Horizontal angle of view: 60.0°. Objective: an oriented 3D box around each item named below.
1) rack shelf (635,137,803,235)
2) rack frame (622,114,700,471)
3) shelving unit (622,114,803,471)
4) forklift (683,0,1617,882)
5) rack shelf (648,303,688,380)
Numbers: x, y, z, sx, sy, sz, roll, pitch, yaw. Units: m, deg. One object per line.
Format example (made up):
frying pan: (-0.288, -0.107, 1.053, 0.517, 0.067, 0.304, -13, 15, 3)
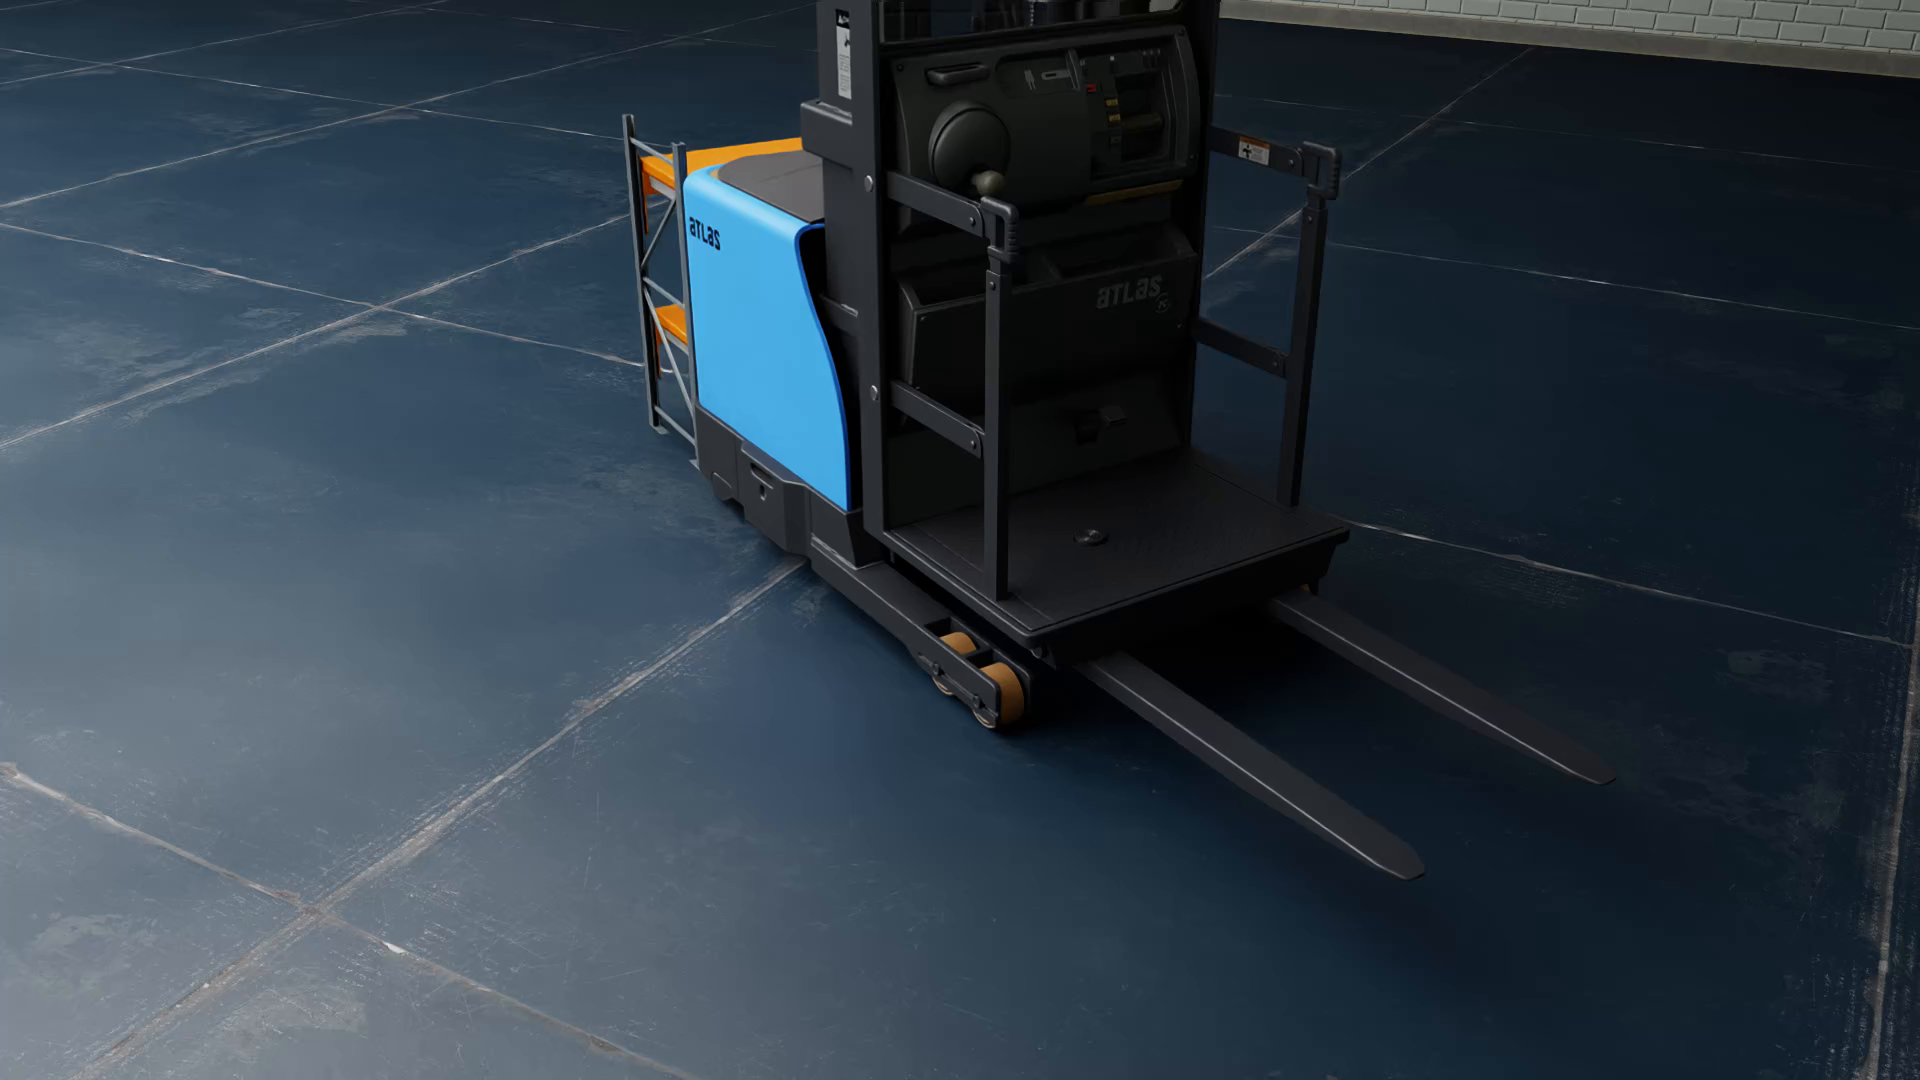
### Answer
rack shelf: (-0.559, -1.208, 5.754, 1.000, 0.278, 0.538, -15, 30, -27)
rack frame: (-0.999, -0.832, 5.656, 0.032, 1.125, 0.500, -15, 30, -27)
shelving unit: (-0.559, -0.947, 5.885, 1.048, 1.125, 0.538, -15, 30, -27)
forklift: (0.355, -1.069, 4.110, 1.130, 2.935, 3.031, -16, 31, -29)
rack shelf: (-0.559, -0.728, 5.994, 1.000, 0.278, 0.538, -15, 30, -27)
